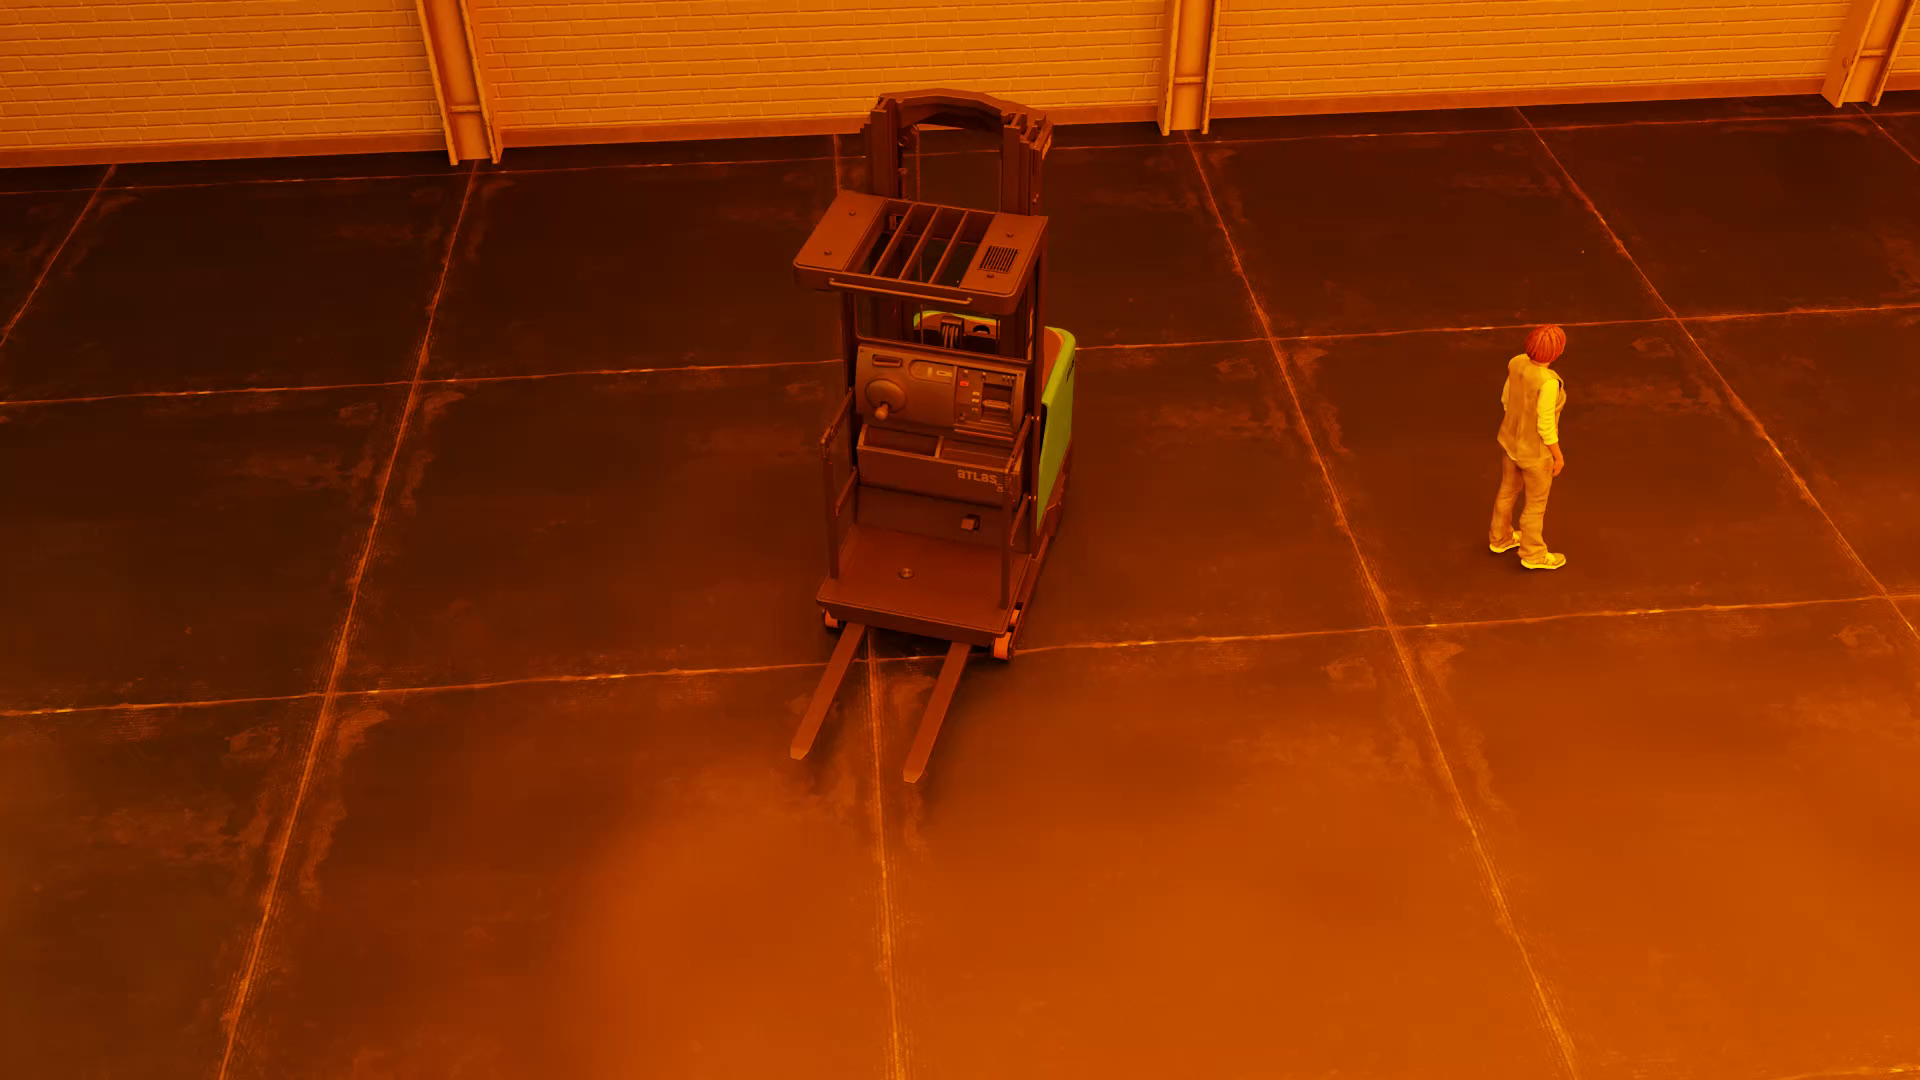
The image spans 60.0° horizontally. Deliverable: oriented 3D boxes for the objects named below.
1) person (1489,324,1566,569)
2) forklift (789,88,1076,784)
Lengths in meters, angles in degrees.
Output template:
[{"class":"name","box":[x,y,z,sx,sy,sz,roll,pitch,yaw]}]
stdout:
[{"class":"person","box":[3.347,-0.557,9.604,0.474,1.598,0.519,-12,42,-14]},{"class":"forklift","box":[-0.162,-0.719,8.779,1.130,2.935,3.031,10,42,11]}]
